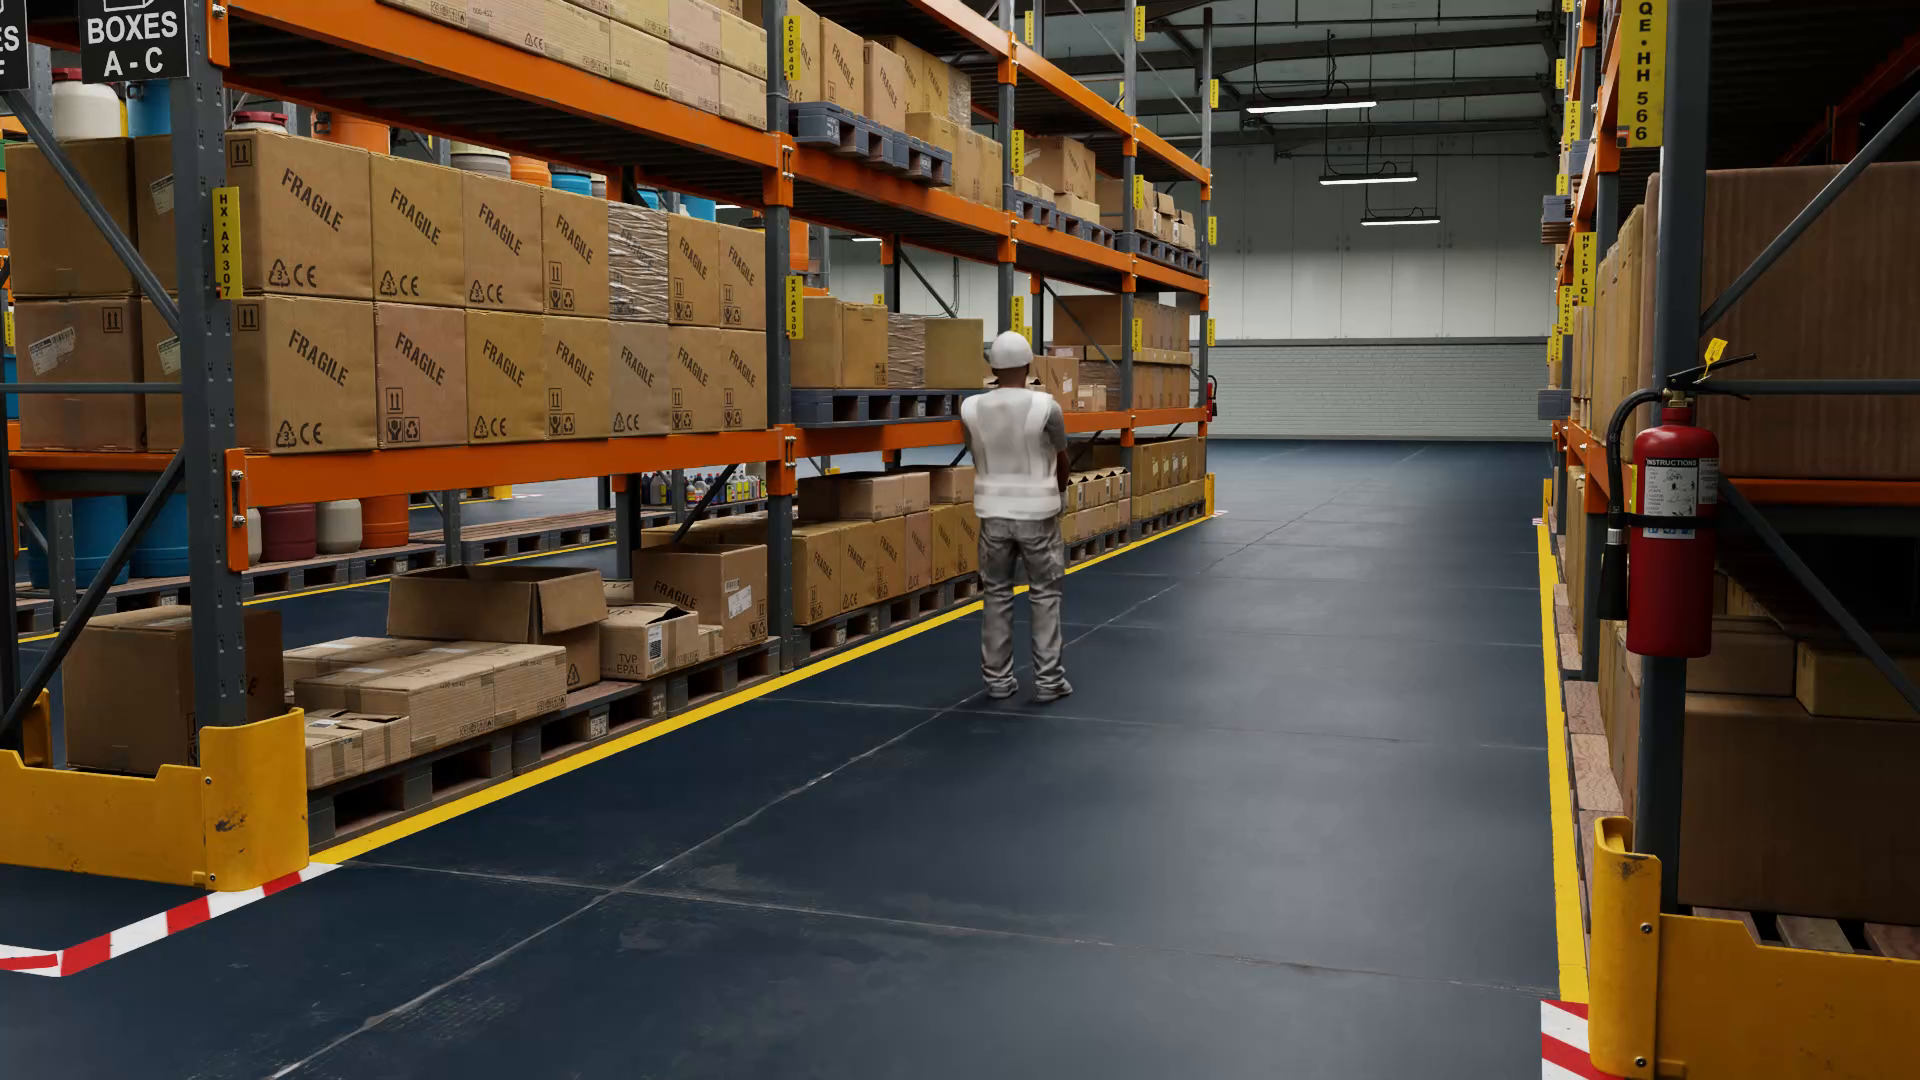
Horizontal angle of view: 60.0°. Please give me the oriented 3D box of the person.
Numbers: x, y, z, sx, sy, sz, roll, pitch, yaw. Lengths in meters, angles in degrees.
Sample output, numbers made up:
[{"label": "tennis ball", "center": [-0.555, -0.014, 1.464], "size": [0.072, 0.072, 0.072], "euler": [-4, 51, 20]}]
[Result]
[{"label": "person", "center": [0.297, -0.120, 8.149], "size": [0.503, 1.788, 0.565], "euler": [2, 5, 18]}]
